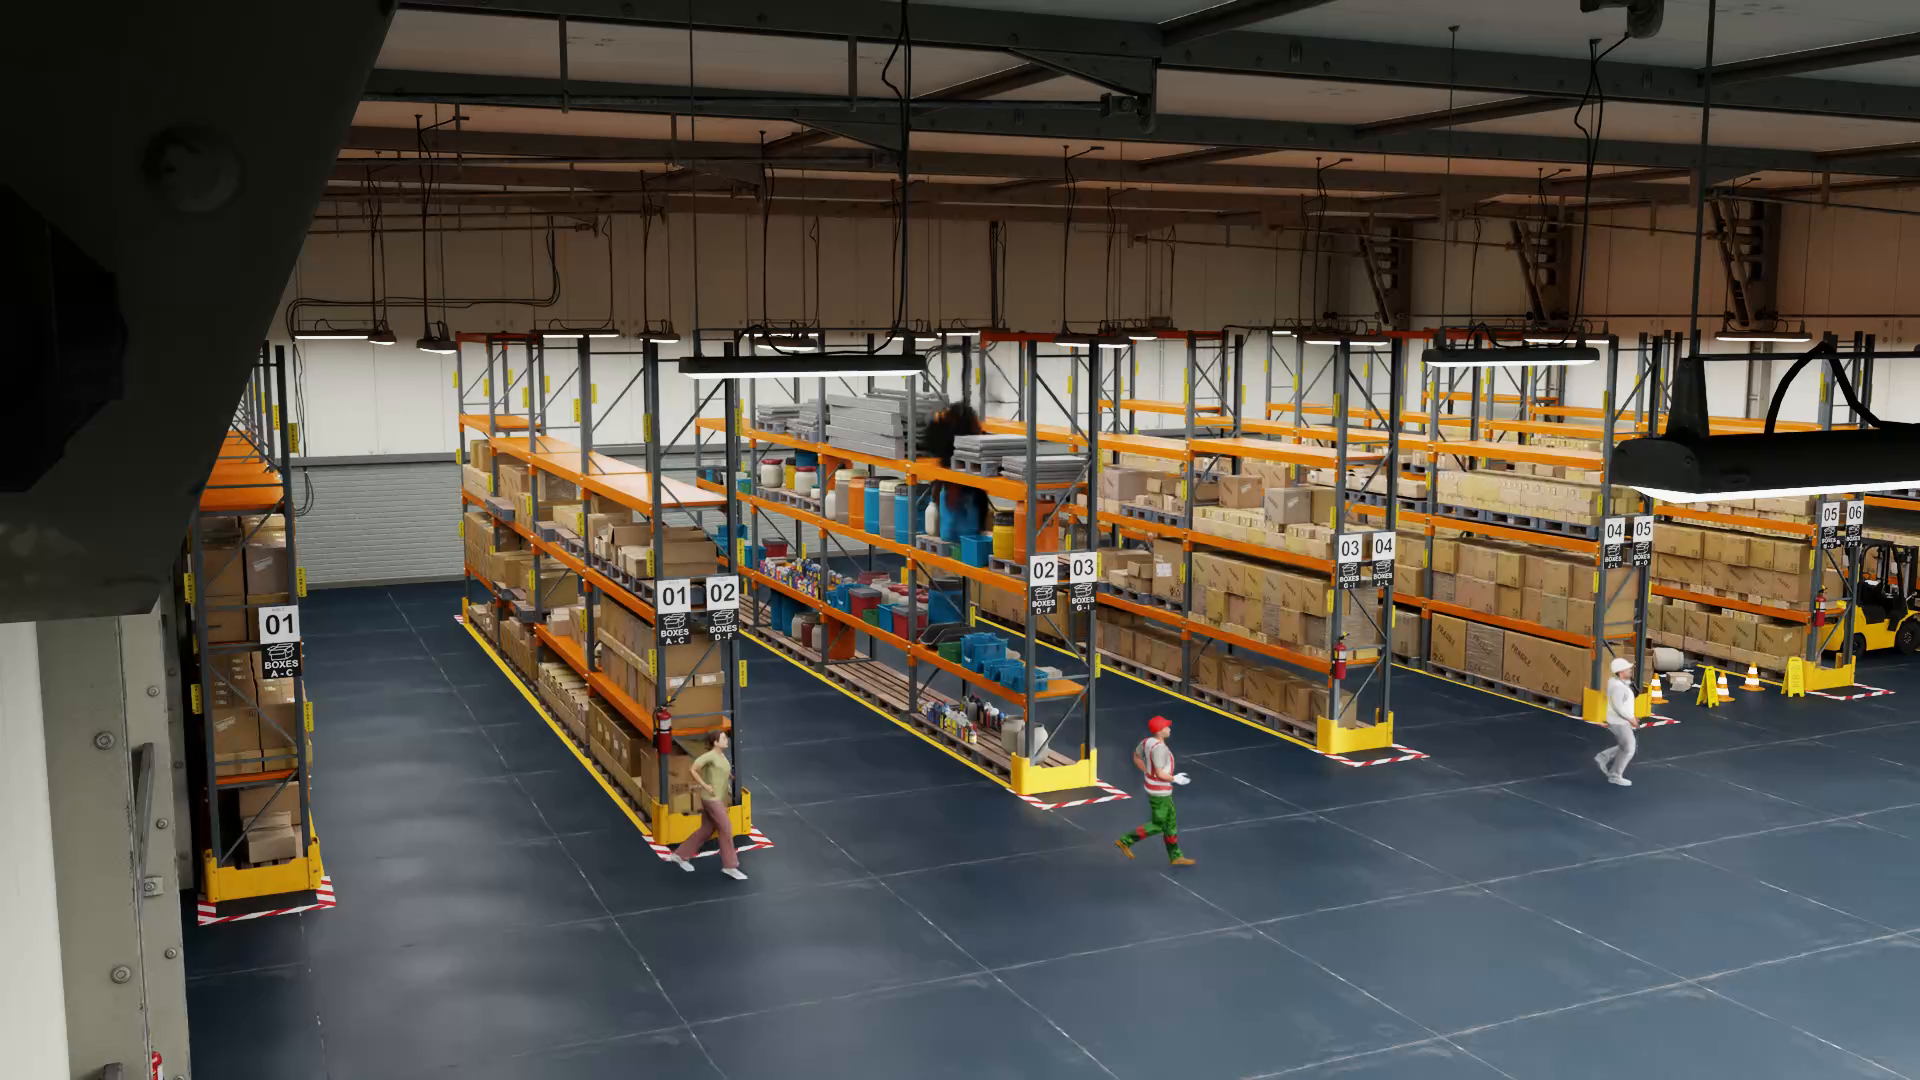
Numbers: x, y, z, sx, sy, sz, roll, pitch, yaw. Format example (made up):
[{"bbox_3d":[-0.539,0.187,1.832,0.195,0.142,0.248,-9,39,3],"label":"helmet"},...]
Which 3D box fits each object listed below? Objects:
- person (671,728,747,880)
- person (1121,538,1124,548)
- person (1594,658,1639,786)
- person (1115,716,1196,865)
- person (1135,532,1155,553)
[{"bbox_3d":[-2.829,2.980,18.955,0.891,1.679,0.579,1,8,5],"label":"person"},{"bbox_3d":[3.374,0.821,34.789,0.555,1.726,0.665,-5,9,-30],"label":"person"},{"bbox_3d":[8.911,2.452,22.538,0.540,1.739,0.663,2,8,15],"label":"person"},{"bbox_3d":[2.250,2.891,19.070,0.959,1.774,0.653,-1,8,-4],"label":"person"},{"bbox_3d":[4.083,0.659,35.814,0.632,1.678,0.733,-4,9,-26],"label":"person"}]
